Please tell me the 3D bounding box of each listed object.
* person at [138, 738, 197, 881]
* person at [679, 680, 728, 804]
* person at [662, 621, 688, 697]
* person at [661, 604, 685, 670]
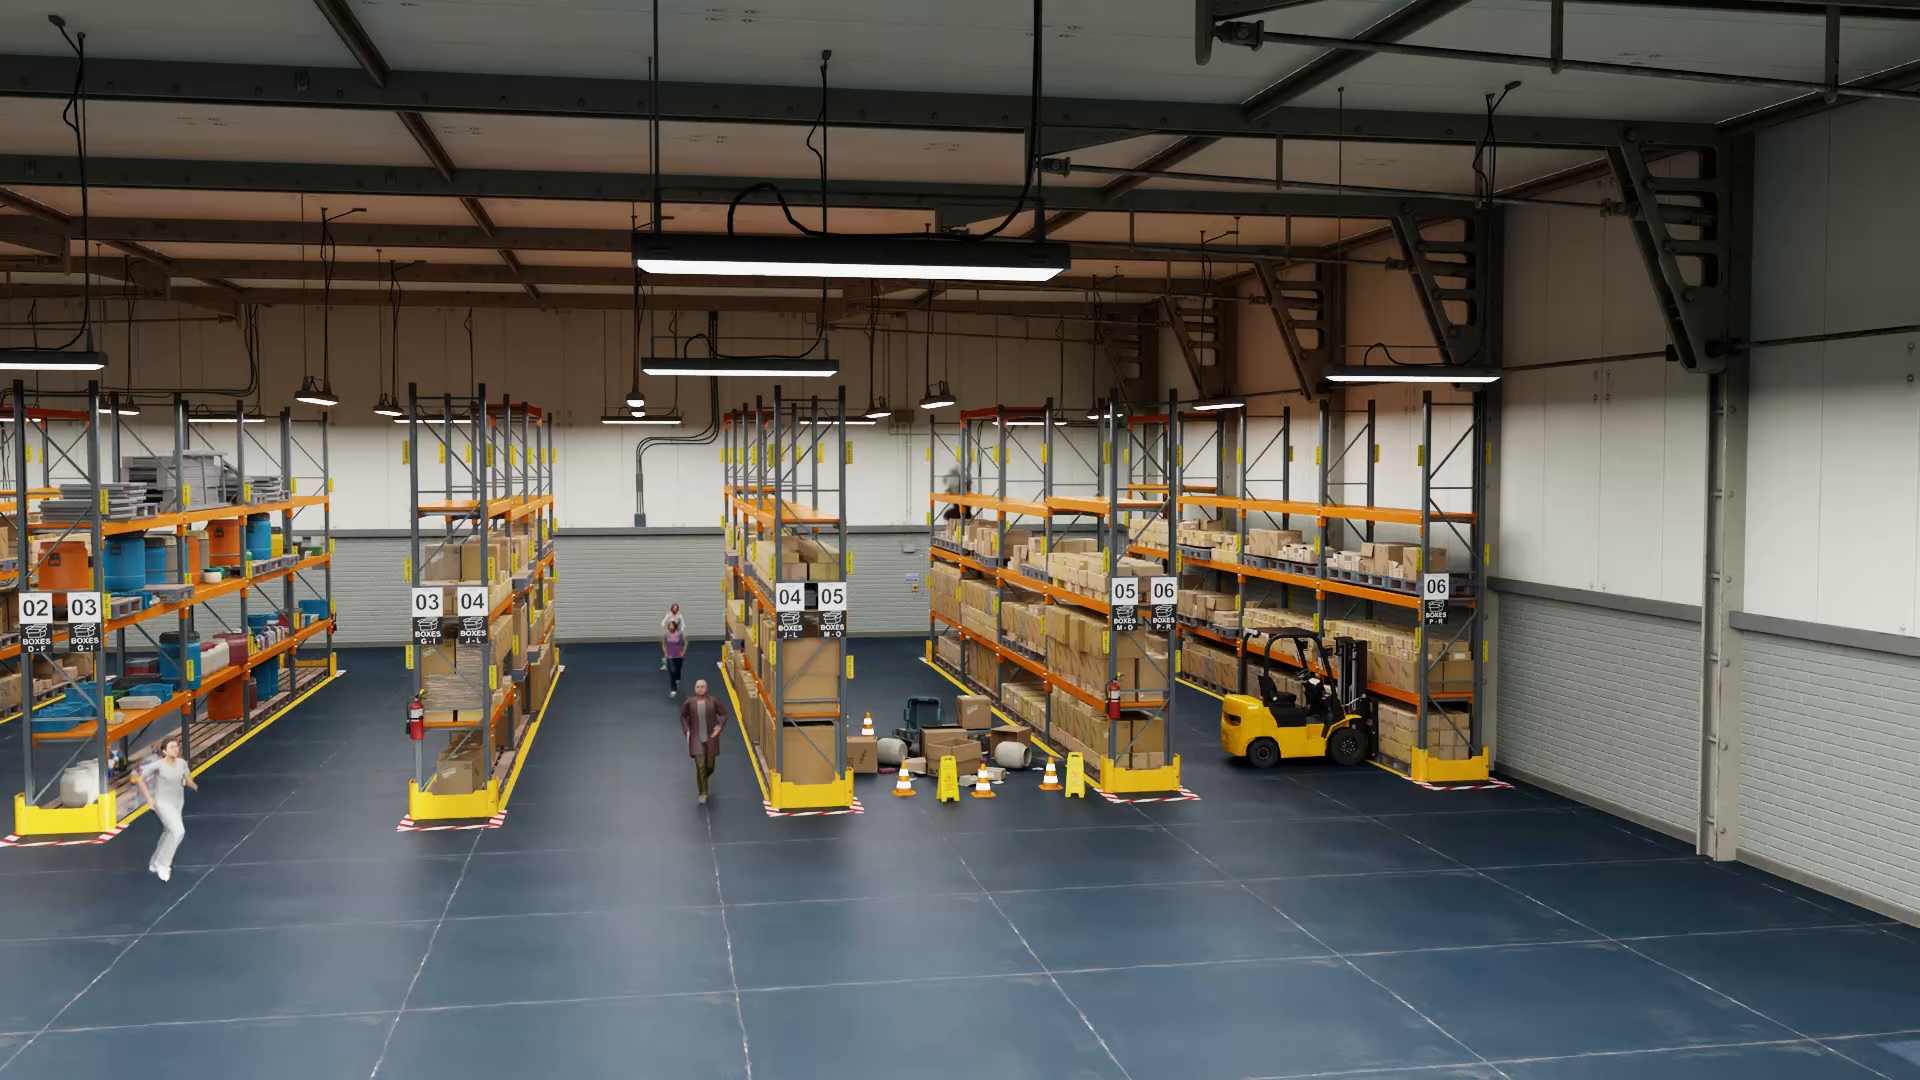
[{"bbox_3d":[-9.354,3.169,19.706,0.696,1.670,0.562,1,3,23],"label":"person"},{"bbox_3d":[-3.734,2.909,24.214,0.706,1.763,0.761,0,3,-7],"label":"person"},{"bbox_3d":[-5.964,2.464,34.817,0.546,1.586,0.606,0,3,-3],"label":"person"},{"bbox_3d":[-6.755,2.256,39.072,0.613,1.537,0.542,0,3,1],"label":"person"}]
